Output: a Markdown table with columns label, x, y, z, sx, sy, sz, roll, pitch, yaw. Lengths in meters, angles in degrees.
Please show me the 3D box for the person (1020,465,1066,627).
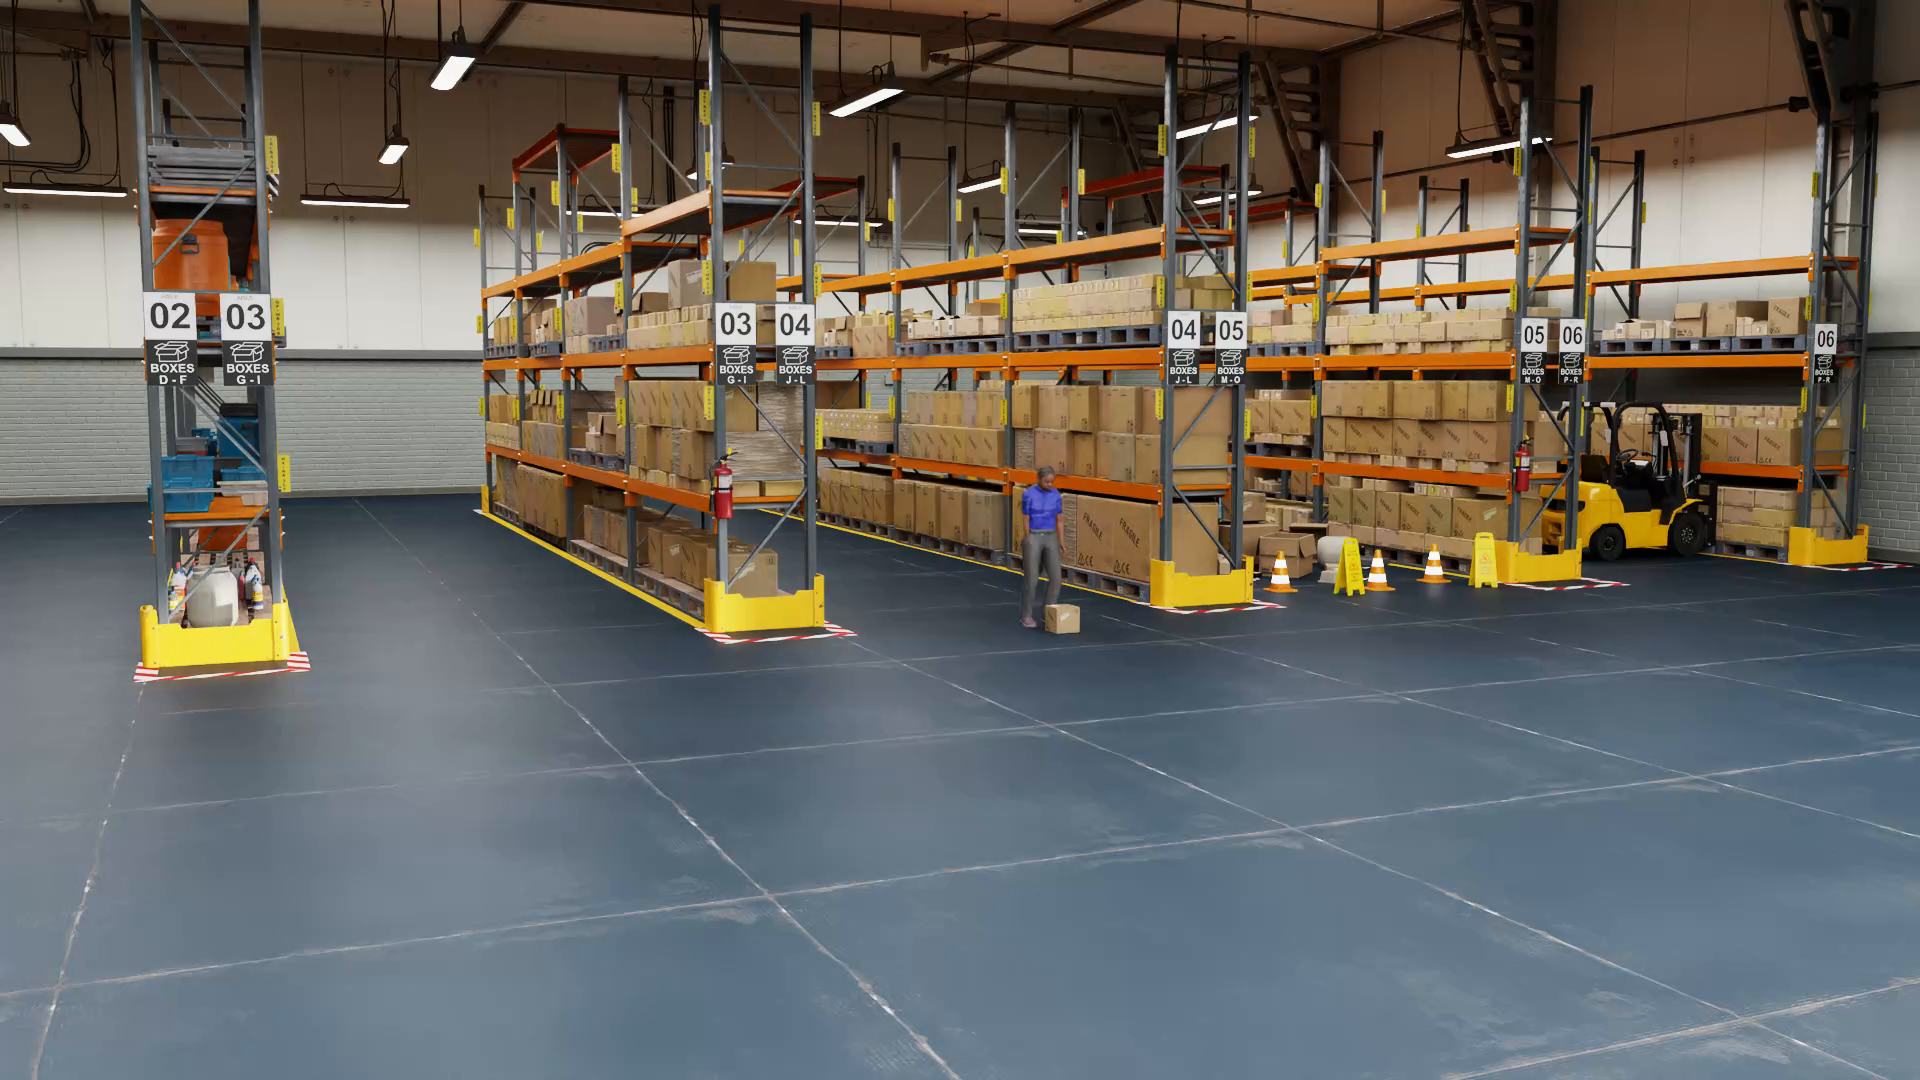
| label | x | y | z | sx | sy | sz | roll | pitch | yaw |
| --- | --- | --- | --- | --- | --- | --- | --- | --- | --- |
| person | 0.832 | 0.054 | 16.712 | 0.441 | 1.626 | 0.349 | -2 | 6 | -22 |
